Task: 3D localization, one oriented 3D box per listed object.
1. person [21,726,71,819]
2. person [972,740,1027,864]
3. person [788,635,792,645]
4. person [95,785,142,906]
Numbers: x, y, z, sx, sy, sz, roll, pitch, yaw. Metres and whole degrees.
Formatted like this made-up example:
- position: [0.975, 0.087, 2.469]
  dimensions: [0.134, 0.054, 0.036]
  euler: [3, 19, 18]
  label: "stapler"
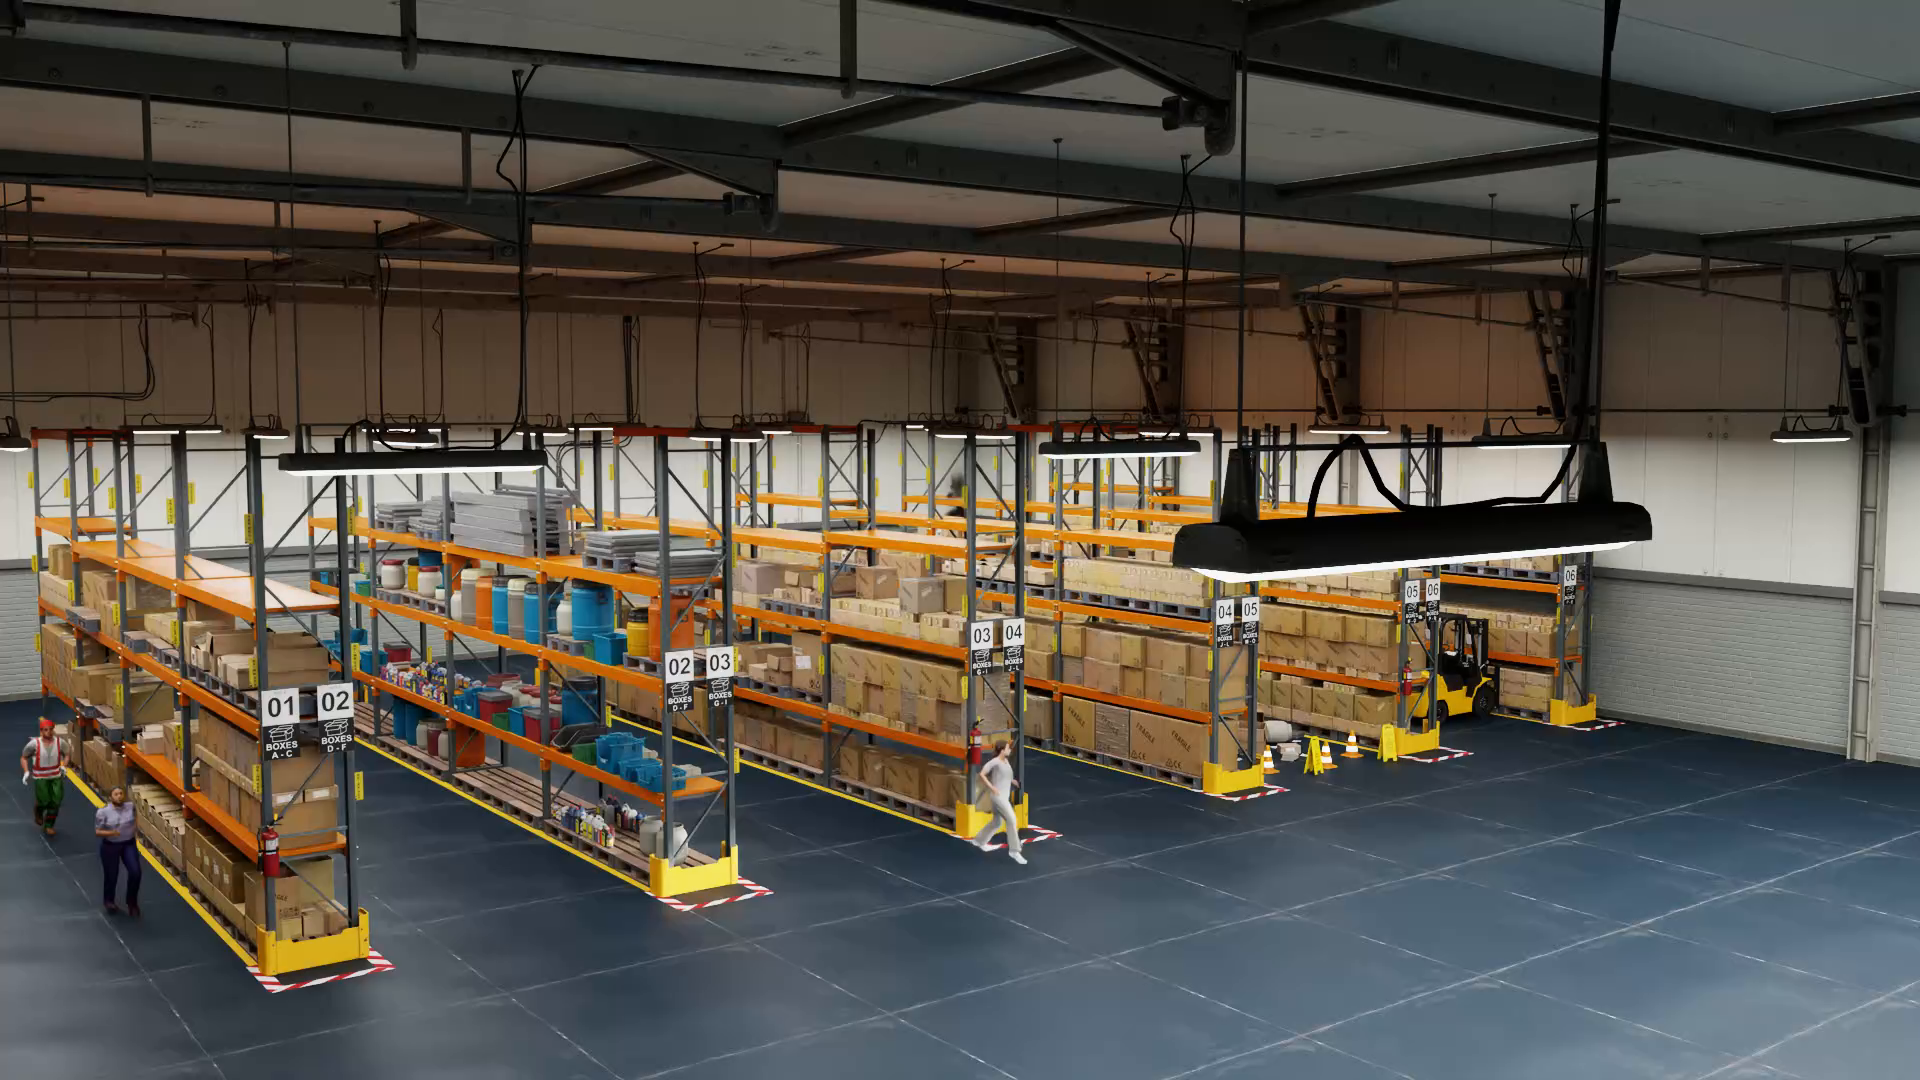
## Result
- position: [-13.525, 3.447, 24.666]
  dimensions: [0.659, 1.467, 0.507]
  euler: [-4, 6, -41]
  label: "person"
- position: [0.590, 3.652, 23.472]
  dimensions: [0.927, 1.683, 0.569]
  euler: [2, 5, 22]
  label: "person"
- position: [-4.187, 2.473, 41.763]
  dimensions: [0.375, 0.380, 0.225]
  euler: [2, 5, 29]
  label: "person"
- position: [-10.495, 3.815, 20.764]
  dimensions: [0.553, 1.533, 0.739]
  euler: [-4, 6, -41]
  label: "person"
